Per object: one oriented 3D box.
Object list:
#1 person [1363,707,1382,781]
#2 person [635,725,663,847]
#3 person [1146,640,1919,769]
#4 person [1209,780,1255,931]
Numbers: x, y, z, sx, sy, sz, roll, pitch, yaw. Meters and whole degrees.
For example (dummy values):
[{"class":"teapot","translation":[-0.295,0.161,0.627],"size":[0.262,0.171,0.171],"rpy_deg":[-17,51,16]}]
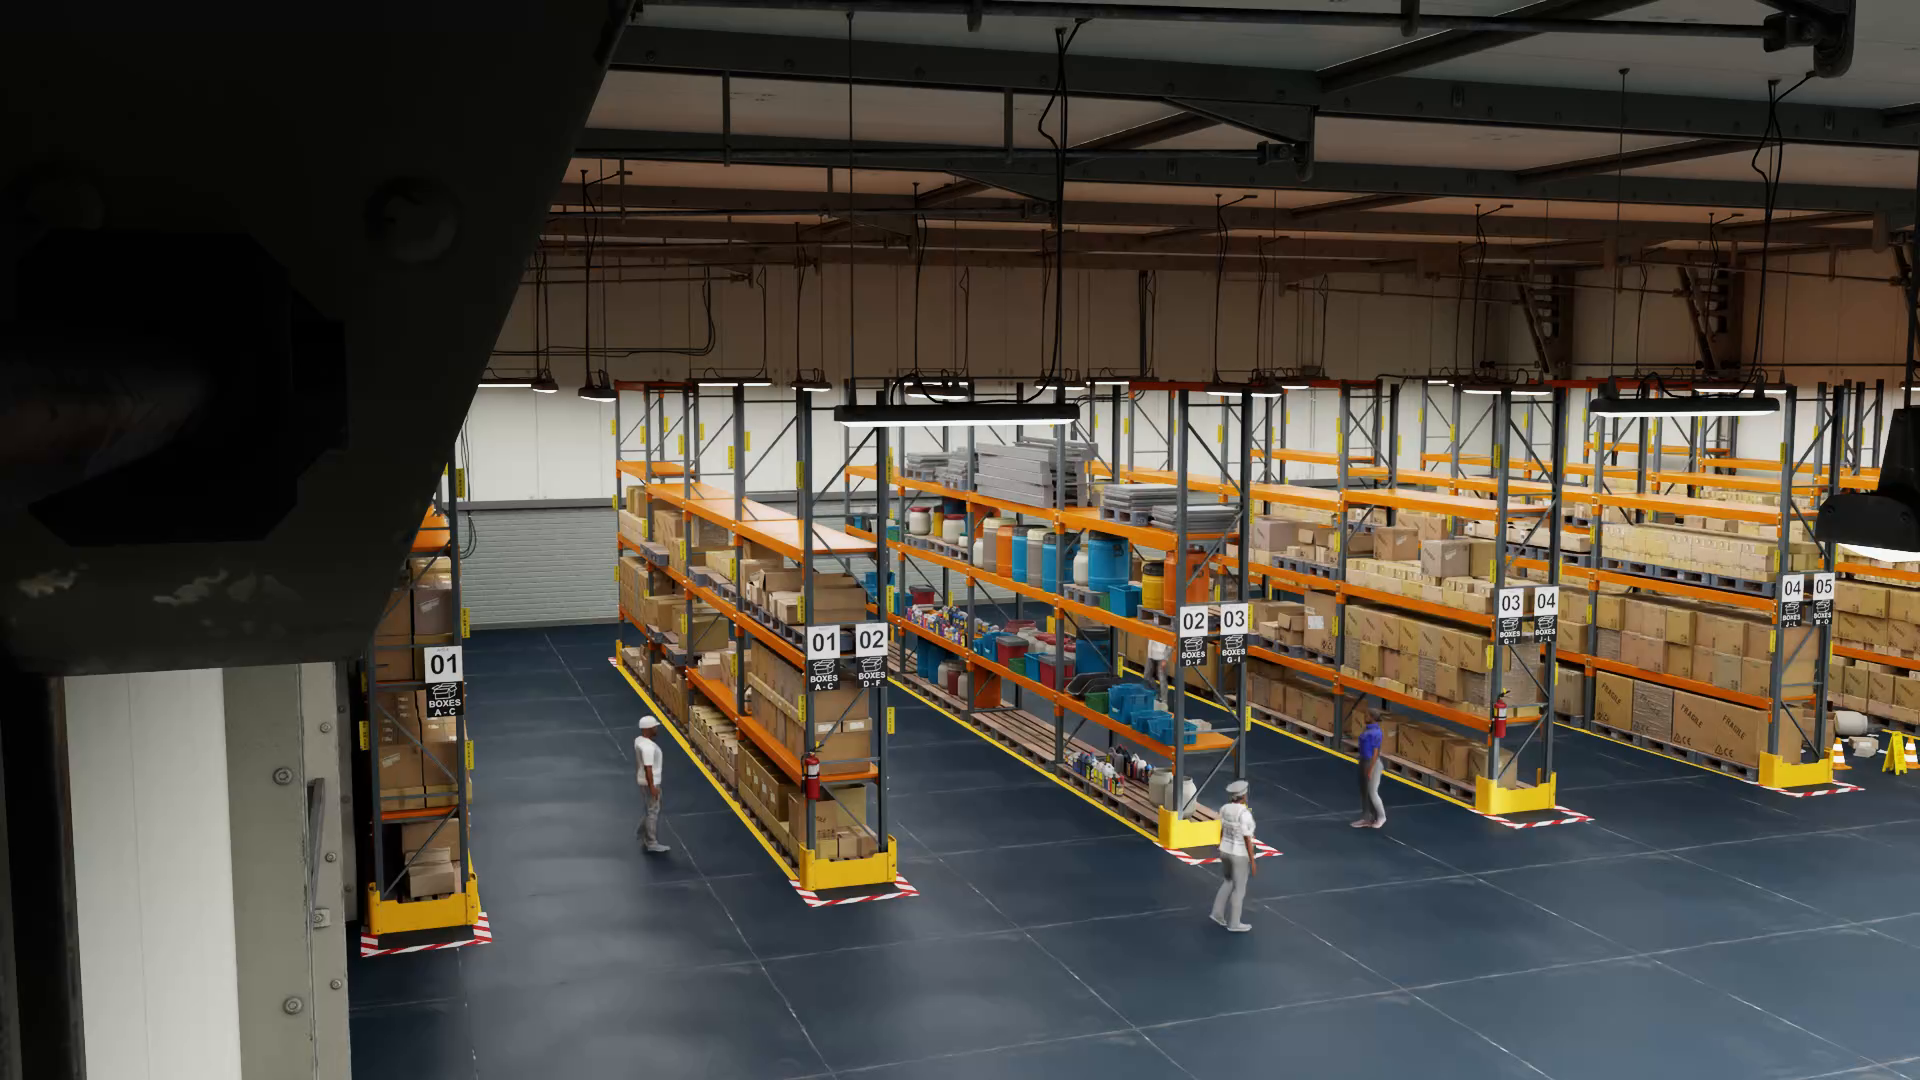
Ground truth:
[{"class":"person","translation":[5.569,2.779,22.646],"size":[0.322,1.004,0.488],"rpy_deg":[-2,6,-20]},{"class":"person","translation":[-4.064,3.155,21.689],"size":[0.380,1.675,0.641],"rpy_deg":[-1,6,-11]},{"class":"person","translation":[2.589,1.106,21.083],"size":[26.013,6.000,14.212],"rpy_deg":[-5,8,-38]},{"class":"person","translation":[3.081,3.551,18.620],"size":[0.355,1.716,0.486],"rpy_deg":[-4,7,-32]}]
